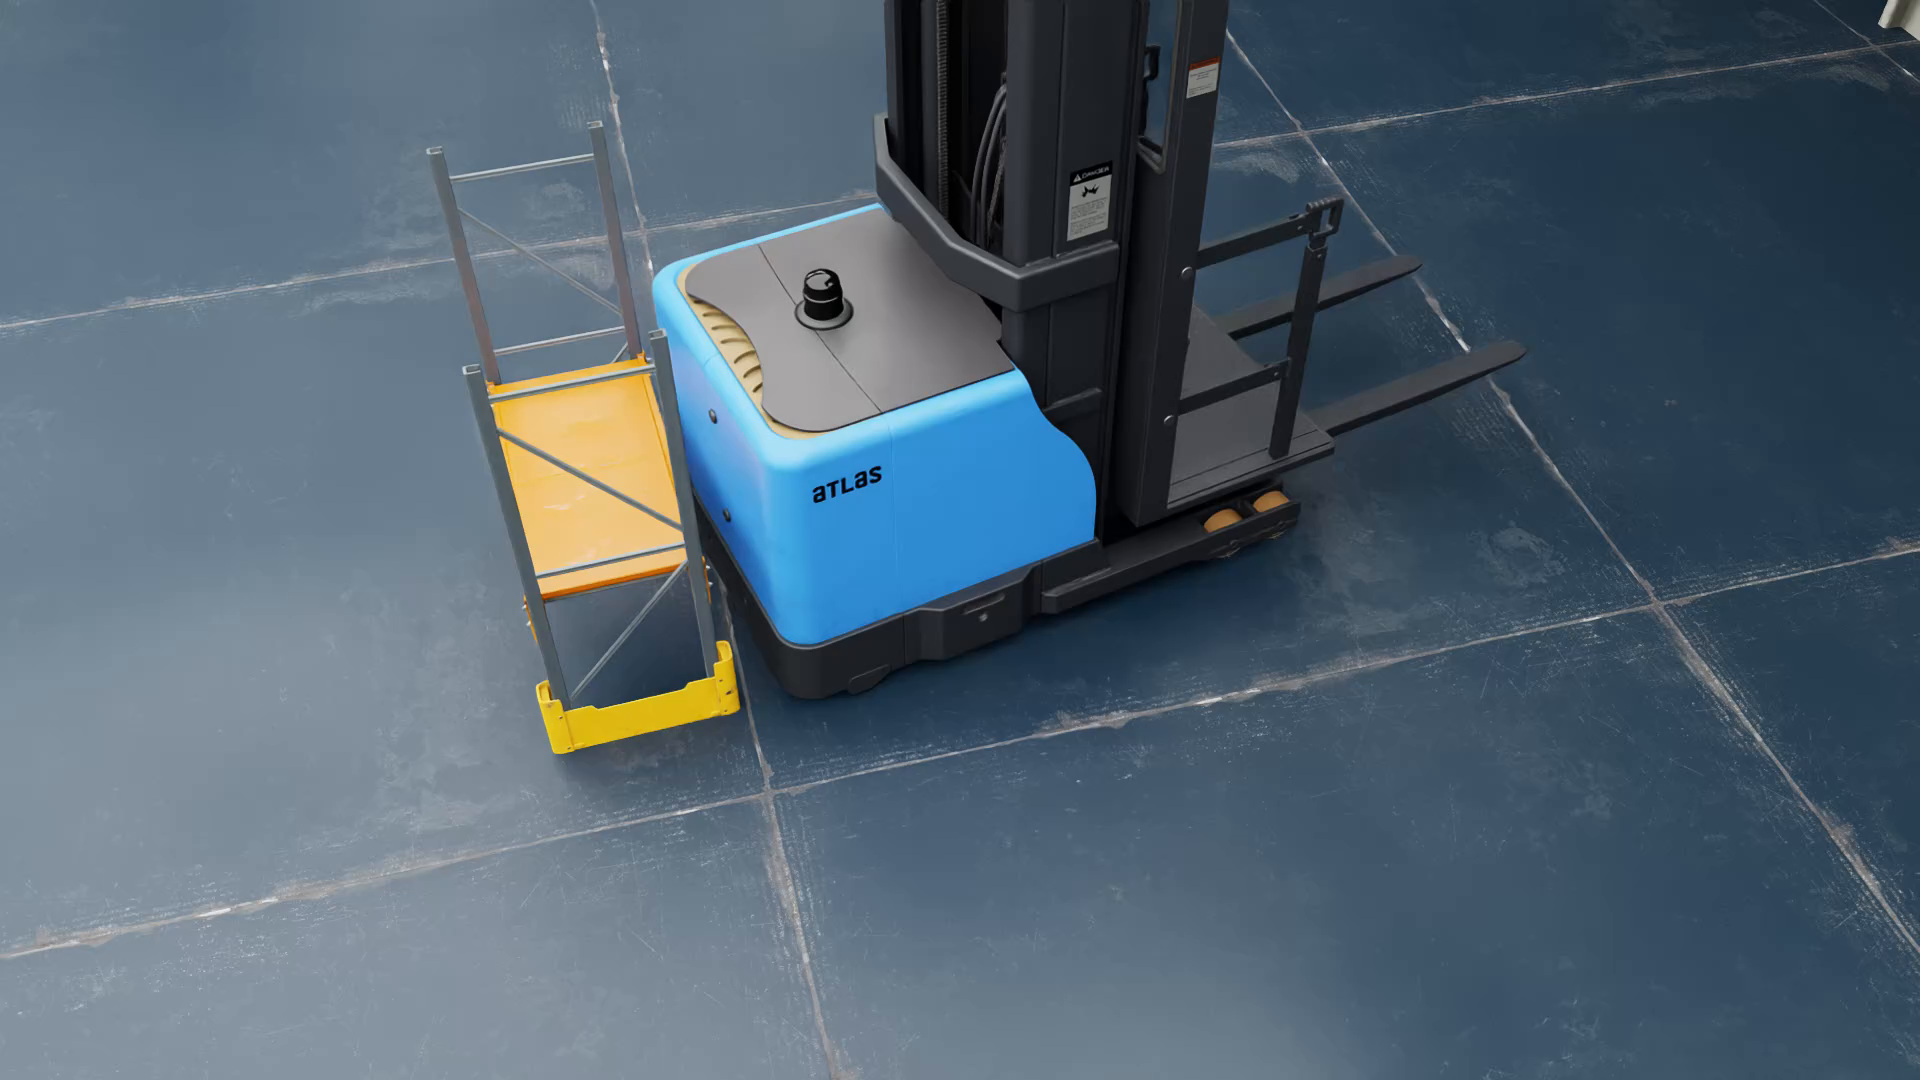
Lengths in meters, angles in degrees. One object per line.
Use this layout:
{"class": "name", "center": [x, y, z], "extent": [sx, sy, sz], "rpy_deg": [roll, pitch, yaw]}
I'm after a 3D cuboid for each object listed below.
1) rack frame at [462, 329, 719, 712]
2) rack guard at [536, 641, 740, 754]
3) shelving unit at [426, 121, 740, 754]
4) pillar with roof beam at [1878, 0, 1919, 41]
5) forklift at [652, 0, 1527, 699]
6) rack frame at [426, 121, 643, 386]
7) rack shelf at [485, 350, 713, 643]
{"class": "rack frame", "center": [-0.974, 0.059, 4.642], "extent": [0.500, 1.500, 0.032], "rpy_deg": [-13, 47, -12]}
{"class": "rack guard", "center": [-0.980, 0.483, 5.102], "extent": [0.587, 0.250, 0.087], "rpy_deg": [-13, 47, -12]}
{"class": "shelving unit", "center": [-1.129, -0.294, 4.988], "extent": [0.587, 1.500, 1.083], "rpy_deg": [-13, 47, -12]}
{"class": "pillar with roof beam", "center": [0.600, -4.826, 4.179], "extent": [9.100, 9.000, 0.400], "rpy_deg": [-11, 47, -10]}
{"class": "forklift", "center": [0.595, -1.283, 4.955], "extent": [3.031, 2.935, 1.130], "rpy_deg": [-20, 49, -19]}
{"class": "rack frame", "center": [-1.279, -0.634, 5.321], "extent": [0.500, 1.500, 0.032], "rpy_deg": [-13, 47, -12]}
{"class": "rack shelf", "center": [-1.126, -0.161, 5.110], "extent": [0.538, 0.185, 1.000], "rpy_deg": [-13, 47, -12]}
